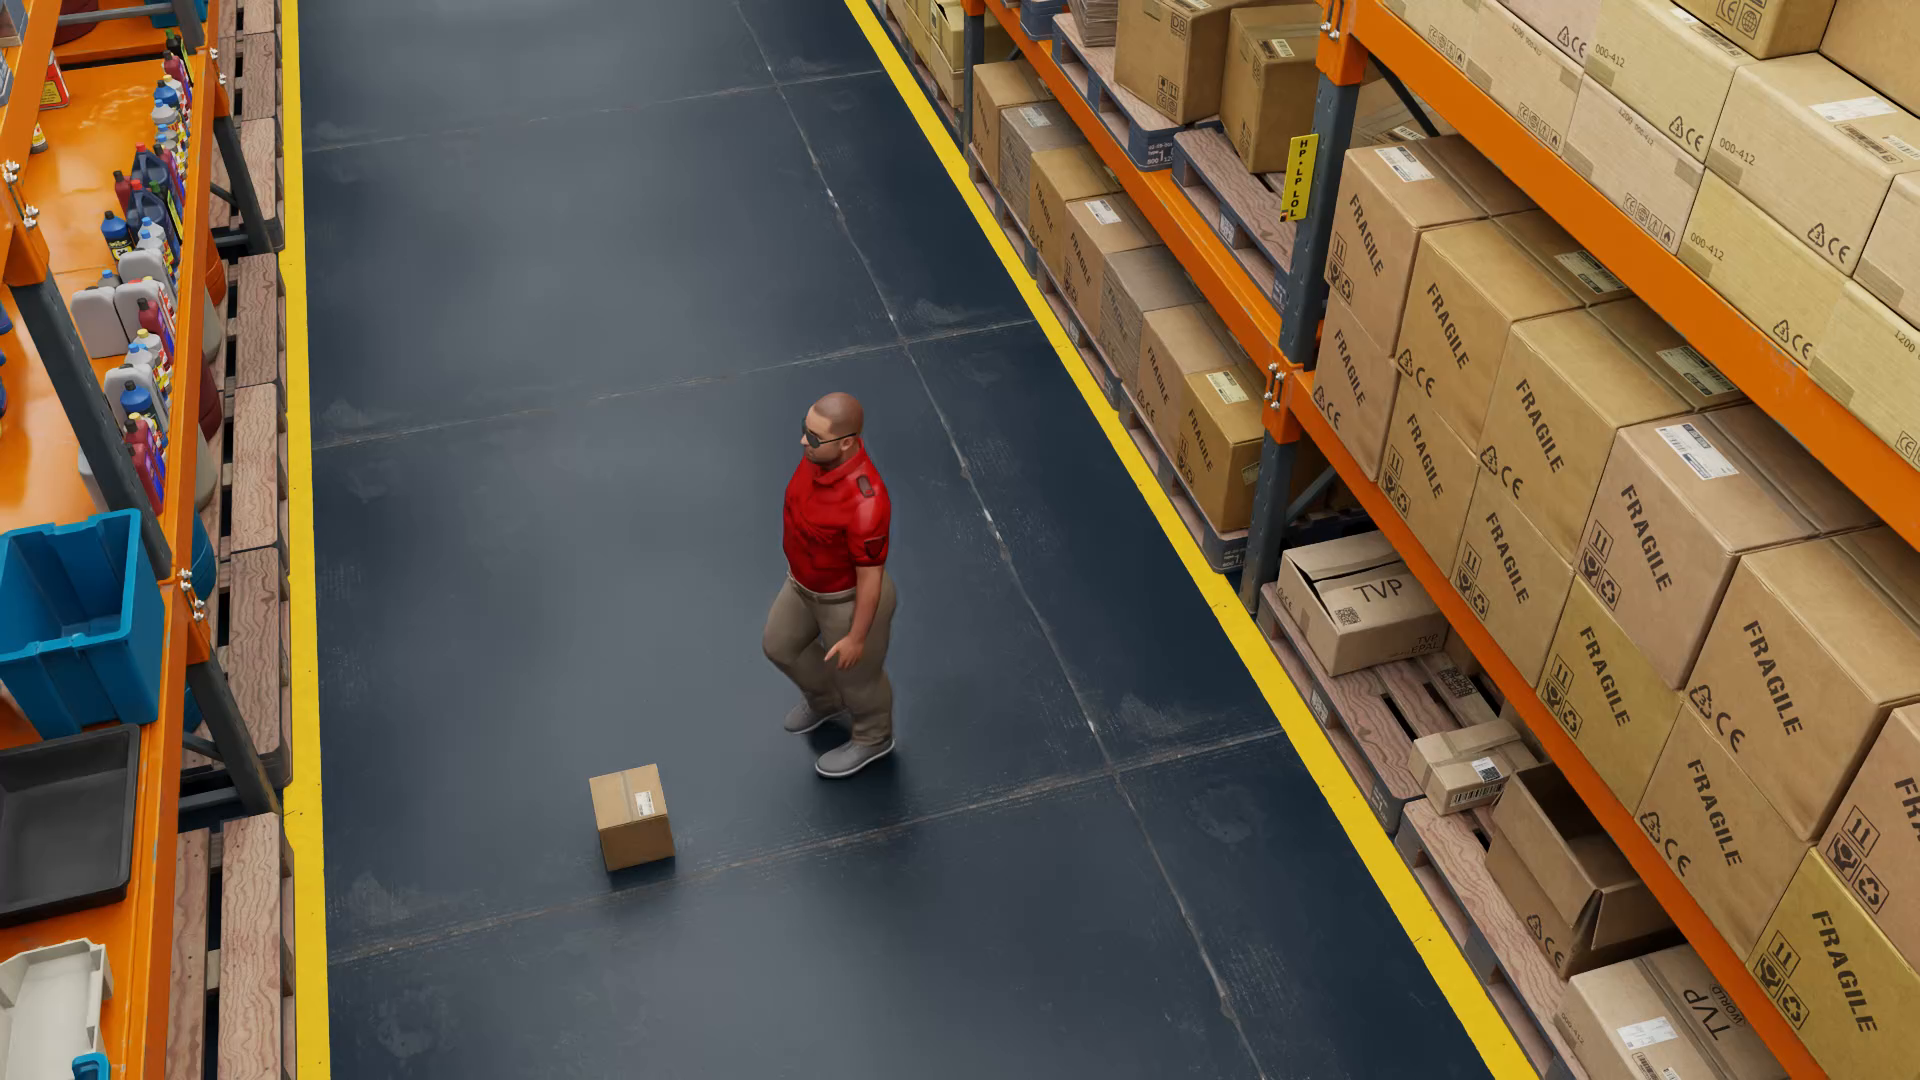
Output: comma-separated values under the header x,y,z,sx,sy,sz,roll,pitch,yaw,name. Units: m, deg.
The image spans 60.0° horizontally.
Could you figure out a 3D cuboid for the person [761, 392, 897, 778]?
x,y,z,sx,sy,sz,roll,pitch,yaw,name
-0.473,0.213,5.954,0.422,1.762,0.576,-19,45,-20,person
